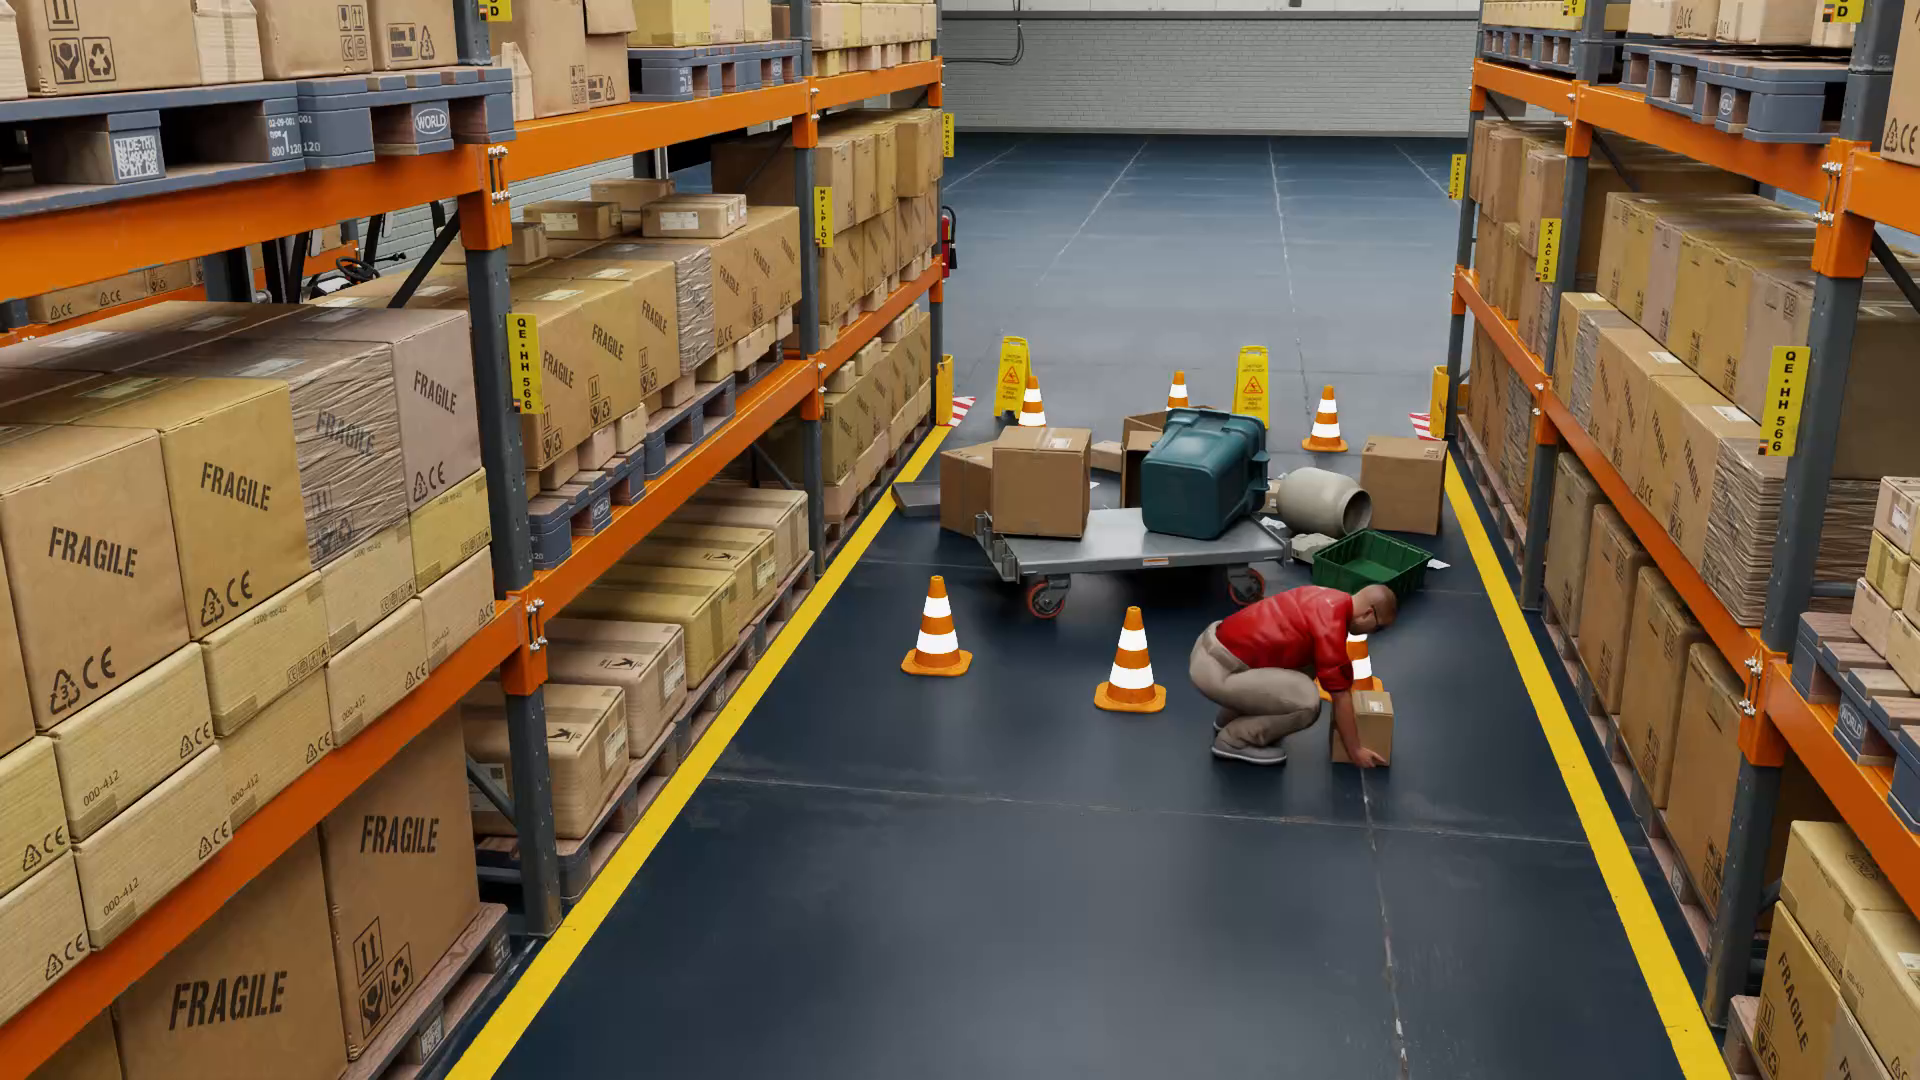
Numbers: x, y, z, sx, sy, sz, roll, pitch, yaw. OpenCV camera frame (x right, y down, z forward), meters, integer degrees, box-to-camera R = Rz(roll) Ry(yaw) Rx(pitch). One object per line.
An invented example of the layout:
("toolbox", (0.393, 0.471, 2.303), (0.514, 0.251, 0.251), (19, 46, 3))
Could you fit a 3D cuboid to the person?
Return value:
("person", (1.468, 0.602, 7.388), (0.891, 0.851, 0.546), (3, 18, 8))
